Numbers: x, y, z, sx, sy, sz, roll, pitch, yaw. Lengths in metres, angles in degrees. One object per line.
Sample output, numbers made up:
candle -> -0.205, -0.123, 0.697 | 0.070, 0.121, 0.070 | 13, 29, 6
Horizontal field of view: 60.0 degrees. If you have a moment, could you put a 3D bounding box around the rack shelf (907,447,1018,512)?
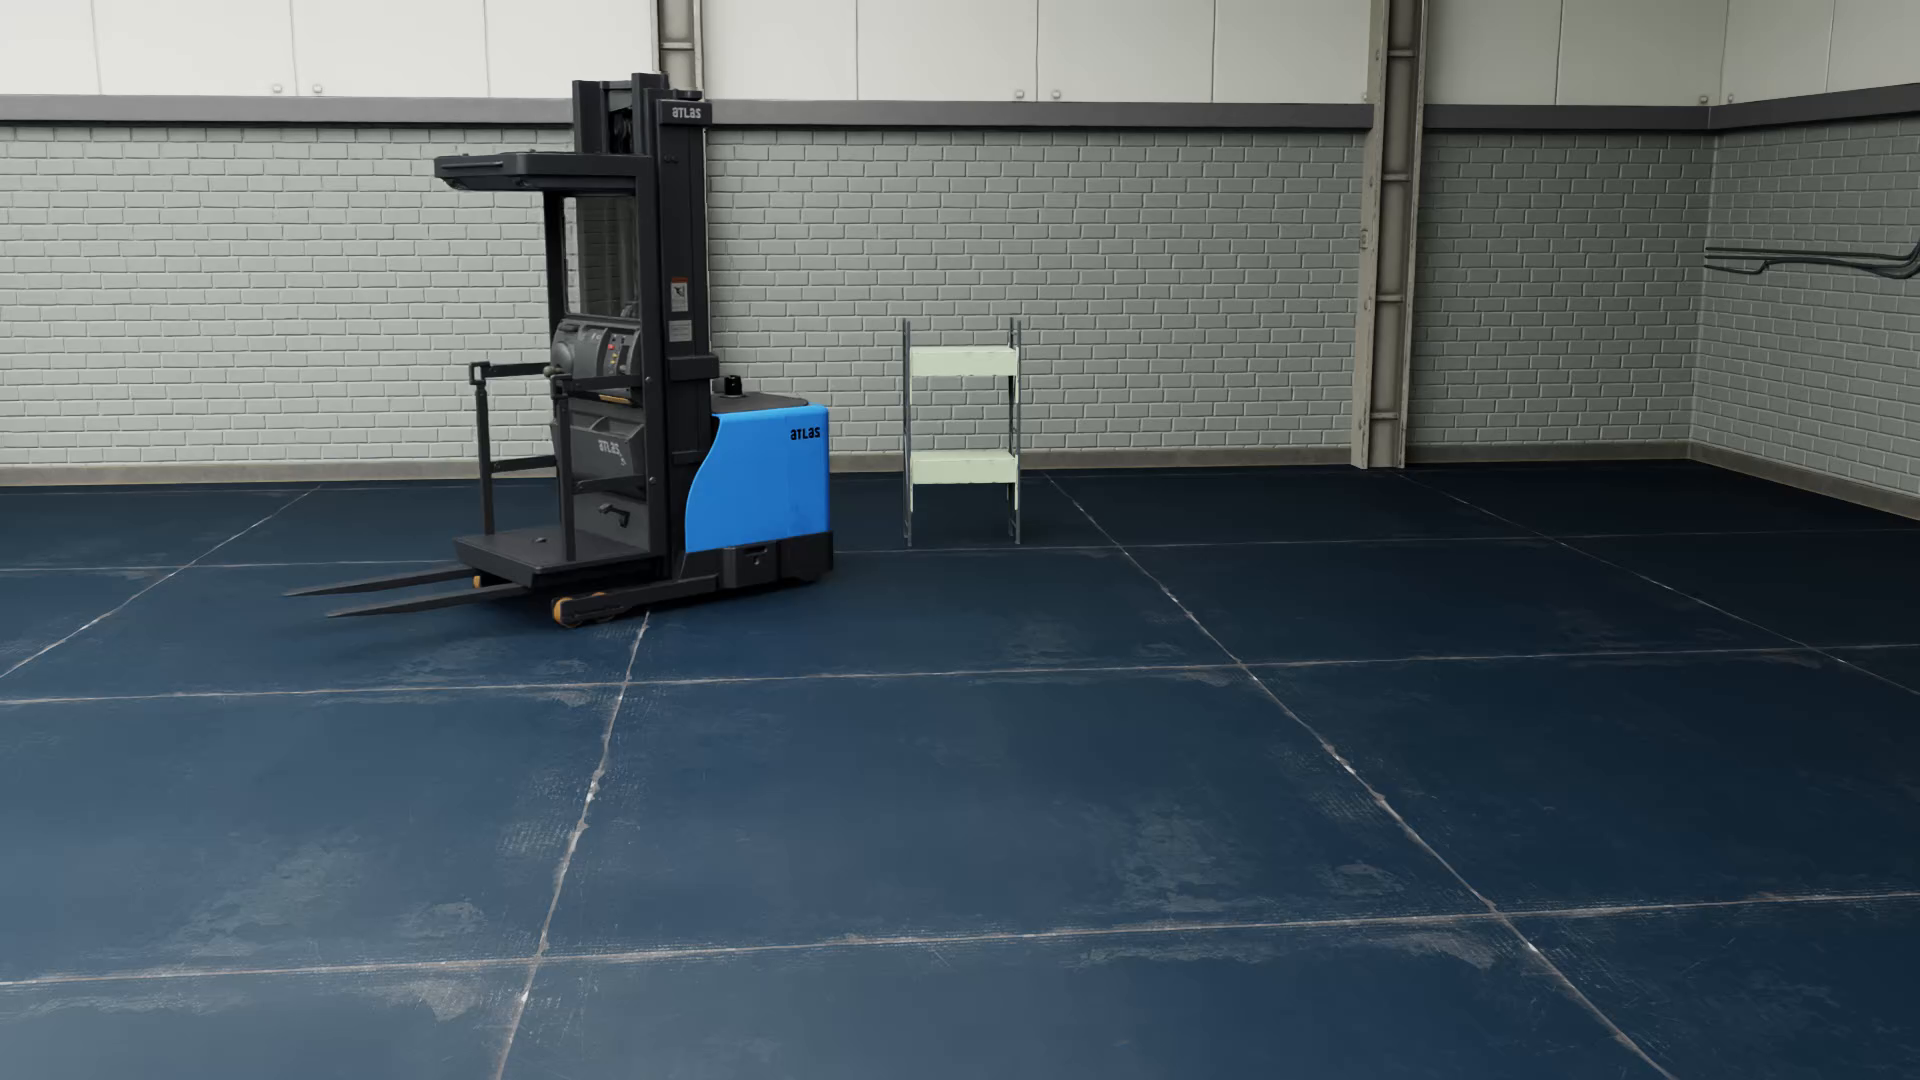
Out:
rack shelf -> 0.007, -0.416, 11.287 | 0.720, 0.370, 0.431 | -1, 11, -6

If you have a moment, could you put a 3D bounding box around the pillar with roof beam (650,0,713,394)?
pillar with roof beam -> -1.810, -4.122, 9.005 | 0.400, 9.000, 9.100 | -1, 11, -6

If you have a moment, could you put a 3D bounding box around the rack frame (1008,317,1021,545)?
rack frame -> 0.370, -0.744, 11.263 | 0.023, 1.500, 0.400 | -1, 11, -6

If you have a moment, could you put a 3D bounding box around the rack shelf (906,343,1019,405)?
rack shelf -> 0.007, -1.119, 11.149 | 0.720, 0.370, 0.431 | -1, 11, -6

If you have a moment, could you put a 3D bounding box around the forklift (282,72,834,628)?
forklift -> -2.217, -1.078, 9.255 | 3.031, 2.935, 1.130 | -9, 15, -40

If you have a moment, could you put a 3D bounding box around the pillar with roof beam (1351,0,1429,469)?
pillar with roof beam -> 4.155, -4.247, 9.641 | 0.400, 9.000, 9.100 | -1, 11, -6

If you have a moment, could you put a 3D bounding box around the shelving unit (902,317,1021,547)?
shelving unit -> 0.007, -0.736, 11.224 | 0.755, 1.500, 0.431 | -1, 11, -6

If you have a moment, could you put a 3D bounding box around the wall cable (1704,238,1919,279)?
wall cable -> 6.762, -3.356, 13.162 | 0.112, 2.526, 3.097 | -1, 11, -6

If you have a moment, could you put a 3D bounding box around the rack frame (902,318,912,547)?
rack frame -> -0.357, -0.728, 11.185 | 0.023, 1.500, 0.400 | -1, 11, -6
